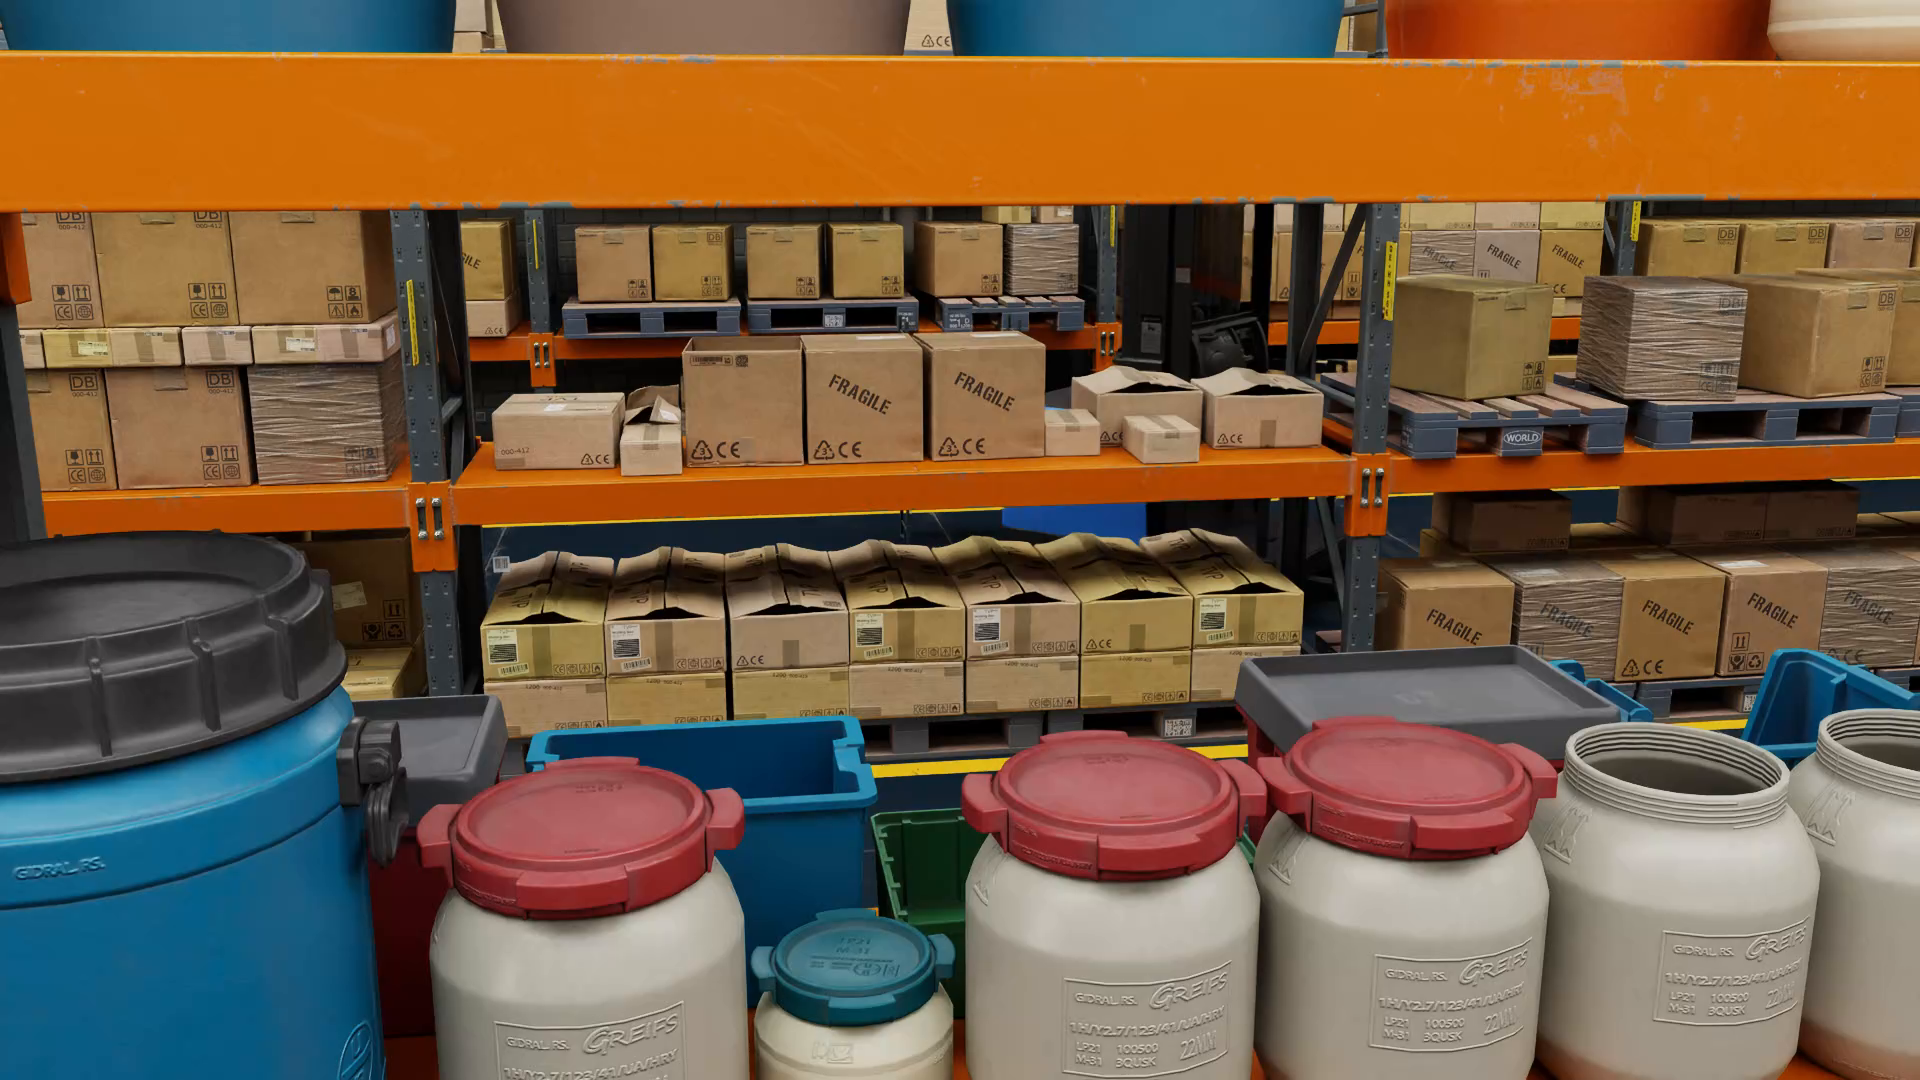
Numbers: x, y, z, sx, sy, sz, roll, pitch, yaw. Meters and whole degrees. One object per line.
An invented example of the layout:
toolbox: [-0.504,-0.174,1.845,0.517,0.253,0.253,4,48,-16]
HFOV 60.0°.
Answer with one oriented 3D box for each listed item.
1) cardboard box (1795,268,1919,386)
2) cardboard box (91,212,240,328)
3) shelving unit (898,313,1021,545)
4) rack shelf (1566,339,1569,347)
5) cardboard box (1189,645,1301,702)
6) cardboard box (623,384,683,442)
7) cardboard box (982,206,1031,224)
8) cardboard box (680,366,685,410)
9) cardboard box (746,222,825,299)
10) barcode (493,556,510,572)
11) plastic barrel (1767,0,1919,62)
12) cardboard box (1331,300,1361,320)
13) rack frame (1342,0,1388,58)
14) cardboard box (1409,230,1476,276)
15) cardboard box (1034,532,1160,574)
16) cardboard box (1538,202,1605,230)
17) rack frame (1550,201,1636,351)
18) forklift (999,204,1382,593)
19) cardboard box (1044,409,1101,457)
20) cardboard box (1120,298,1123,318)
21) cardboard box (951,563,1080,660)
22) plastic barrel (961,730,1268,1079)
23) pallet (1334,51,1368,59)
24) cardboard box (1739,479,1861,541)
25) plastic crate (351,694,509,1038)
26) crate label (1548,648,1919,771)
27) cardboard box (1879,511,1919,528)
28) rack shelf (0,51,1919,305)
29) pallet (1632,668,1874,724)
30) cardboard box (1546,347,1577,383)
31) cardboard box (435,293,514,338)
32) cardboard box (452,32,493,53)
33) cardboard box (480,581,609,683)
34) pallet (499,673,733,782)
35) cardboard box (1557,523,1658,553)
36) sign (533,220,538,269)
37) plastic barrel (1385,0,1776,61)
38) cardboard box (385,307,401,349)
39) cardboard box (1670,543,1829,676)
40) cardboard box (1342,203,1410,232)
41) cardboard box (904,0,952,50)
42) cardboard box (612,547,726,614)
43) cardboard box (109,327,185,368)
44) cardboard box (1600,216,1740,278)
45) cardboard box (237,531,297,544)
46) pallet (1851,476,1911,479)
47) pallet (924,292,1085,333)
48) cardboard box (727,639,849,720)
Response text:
cardboard box: [4.517,-1.062,8.220,0.500,0.500,0.700,0,14,1]
cardboard box: [-3.158,-1.165,6.827,0.500,0.500,0.700,-2,14,-8]
shelving unit: [-0.007,-0.727,11.038,0.755,1.500,0.431,-2,14,-8]
rack shelf: [6.926,-1.728,13.425,4.000,0.370,1.077,-2,14,-8]
cardboard box: [1.250,0.540,7.693,0.500,0.250,0.500,-2,14,-7]
cardboard box: [-1.379,-0.534,7.461,0.258,0.266,0.396,-2,14,-10]
cardboard box: [0.340,-2.401,12.187,0.250,0.149,0.380,-5,15,-18]
cardboard box: [-1.802,-1.127,12.241,0.500,0.250,0.500,-2,14,-9]
cardboard box: [-1.254,-2.037,12.067,0.500,0.500,0.700,0,14,-1]
barcode: [-1.907,0.101,6.913,0.075,0.075,0.001,-2,14,-8]
plastic barrel: [1.246,-0.762,2.213,0.301,0.262,0.301,0,14,0]
cardboard box: [2.868,-1.762,12.556,0.250,0.149,0.380,-2,14,-8]
rack frame: [1.734,-3.578,6.990,0.127,3.000,1.000,-2,14,-8]
cardboard box: [3.528,-2.093,12.542,0.500,0.500,0.500,-2,14,-8]
cardboard box: [0.654,0.159,8.057,0.500,0.311,0.500,-2,14,-10]
cardboard box: [4.524,-2.492,12.594,0.500,0.250,0.500,-2,14,-7]
rack frame: [4.948,-2.005,13.049,0.127,3.000,1.000,-2,14,-8]
forklift: [1.752,-1.112,9.629,3.031,2.935,1.130,9,17,33]
cardboard box: [0.482,-0.487,7.512,0.250,0.149,0.380,-1,14,-4]
cardboard box: [1.353,-1.704,12.324,0.250,0.149,0.380,-2,14,-9]
cardboard box: [0.241,0.306,7.471,0.500,0.311,0.500,-2,14,-9]
plastic barrel: [0.217,0.594,2.408,0.433,0.535,0.433,0,14,0]
pallet: [1.077,-1.985,7.194,1.003,0.211,1.213,-1,14,-6]
cardboard box: [4.186,-0.183,8.476,0.500,0.250,0.500,-2,14,-8]
plastic crate: [-1.054,0.546,2.746,0.583,0.464,0.402,-2,14,-8]
crate label: [1.446,0.477,3.080,0.616,0.435,0.502,-2,14,-8]
cardboard box: [5.175,0.145,8.712,0.500,0.500,0.500,-3,14,-11]
rack shelf: [0.491,-0.605,2.378,3.809,0.124,0.919,-2,14,-8]
pallet: [3.682,0.623,8.304,1.213,0.211,1.003,-2,14,-8]
cardboard box: [4.325,-1.111,13.040,0.750,0.750,0.750,-2,14,-8]
cardboard box: [-3.386,-1.562,11.549,0.500,0.250,0.500,-2,14,-8]
cardboard box: [-3.428,-3.150,11.203,0.500,0.500,0.500,-2,14,-7]
cardboard box: [-1.775,0.380,7.178,0.500,0.311,0.500,-2,14,-8]
pallet: [-1.498,0.793,7.625,1.213,0.211,1.003,-2,14,-8]
cardboard box: [3.136,0.222,8.405,0.500,0.500,0.500,-3,14,-10]
sign: [-2.874,-2.004,11.268,0.005,0.325,0.100,-2,14,-8]
plastic barrel: [0.977,-1.139,2.546,0.708,0.830,0.600,-2,14,-8]
cardboard box: [-2.516,-0.923,7.198,0.250,0.149,0.380,-2,14,-8]
cardboard box: [3.756,0.326,7.991,0.500,0.500,0.500,-3,14,-10]
cardboard box: [3.009,-2.439,12.381,0.500,0.250,0.500,-2,14,-9]
cardboard box: [-0.321,-2.164,6.962,0.500,0.250,0.500,-3,14,-13]
cardboard box: [-1.350,0.231,7.772,0.500,0.311,0.500,-2,14,-7]
cardboard box: [-3.221,-0.797,6.693,0.250,0.149,0.380,-2,14,-8]
cardboard box: [5.487,-2.166,13.075,0.700,0.700,0.980,-2,14,-7]
cardboard box: [-3.220,0.205,7.487,0.500,0.500,0.500,-2,14,-8]
pallet: [6.921,-0.706,13.602,1.213,0.211,1.003,-2,14,-8]
pallet: [0.304,-1.715,12.289,1.003,0.211,1.213,-2,14,-8]
cardboard box: [-0.768,0.614,7.396,0.500,0.250,0.500,-3,14,-10]
